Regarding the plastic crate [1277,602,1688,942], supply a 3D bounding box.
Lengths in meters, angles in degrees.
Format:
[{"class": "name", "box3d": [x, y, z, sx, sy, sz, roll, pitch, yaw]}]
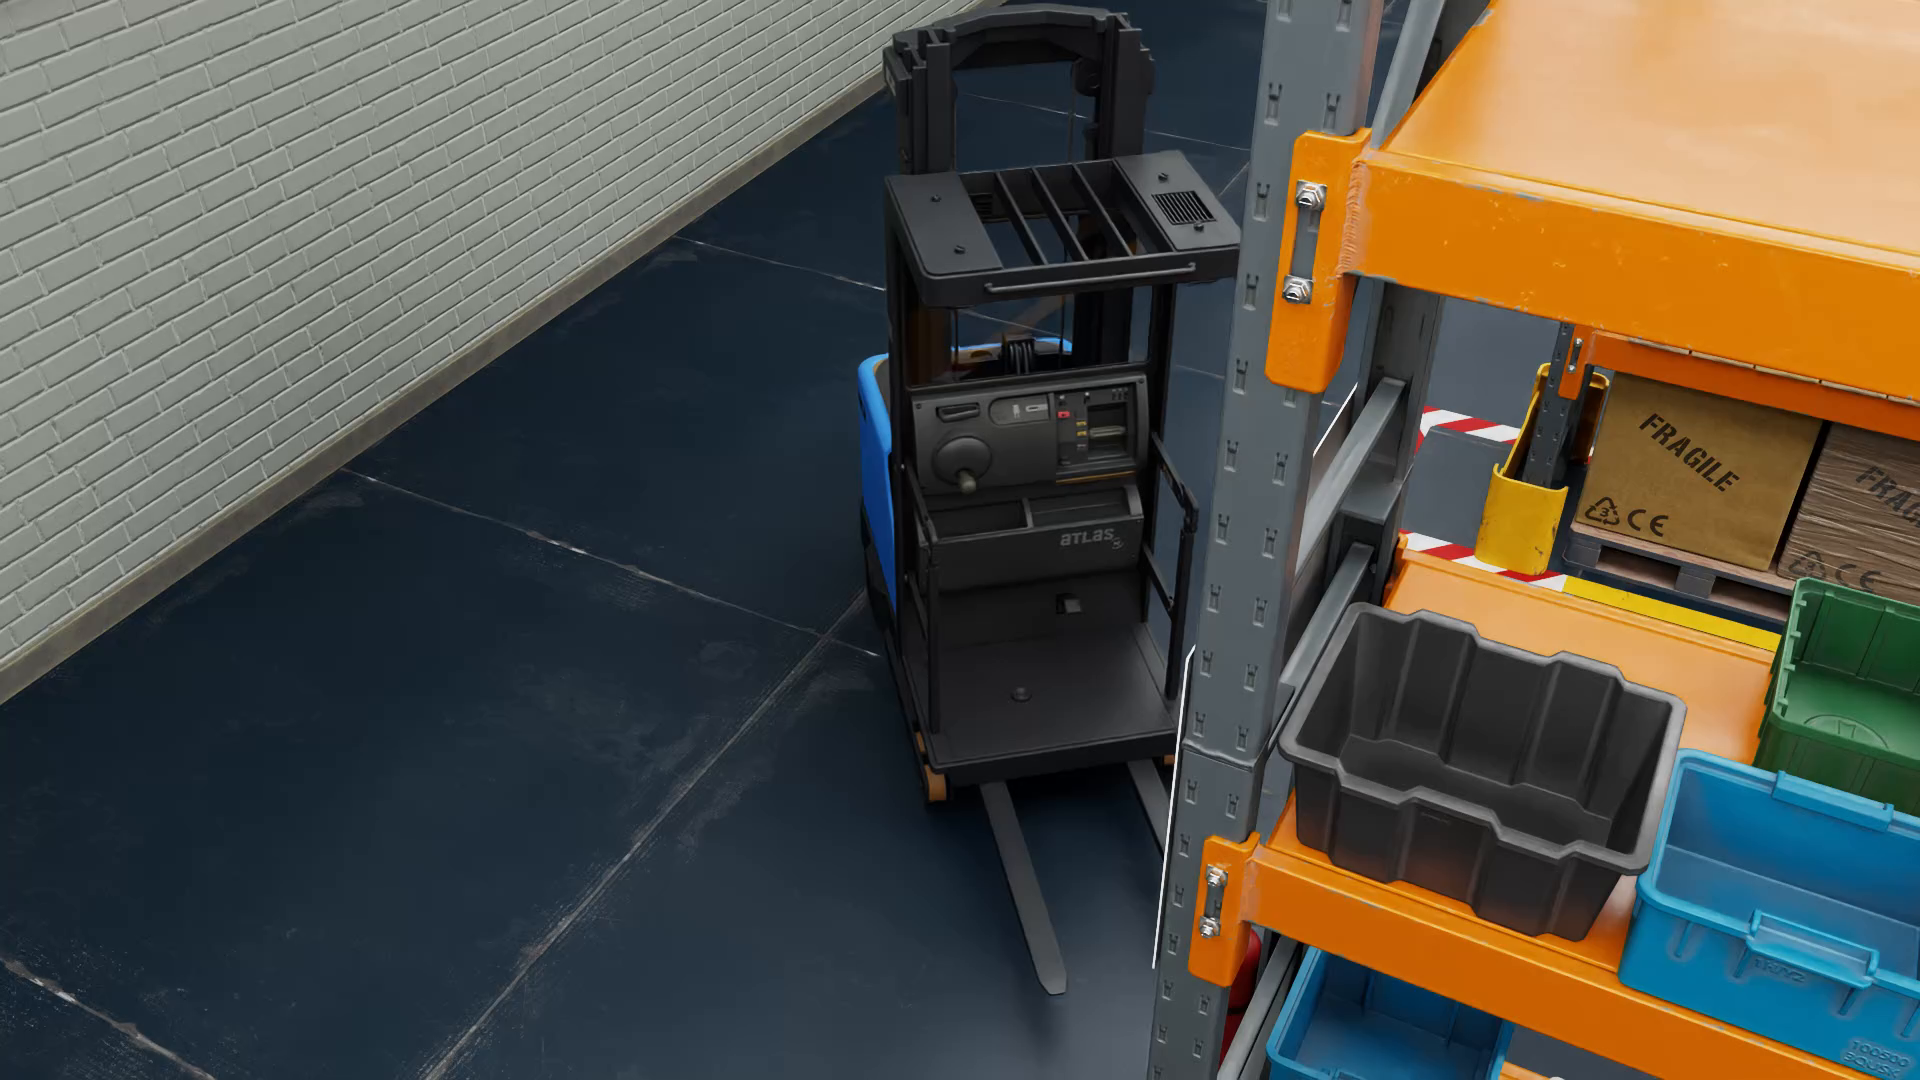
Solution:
[{"class": "plastic crate", "box3d": [0.875, 0.412, 2.854, 0.590, 0.269, 0.497, 17, 41, 21]}]

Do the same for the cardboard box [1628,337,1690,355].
[{"class": "cardboard box", "box3d": [3.103, -0.985, 7.275, 0.250, 0.149, 0.380, 18, 41, 22]}]

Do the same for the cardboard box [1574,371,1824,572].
[{"class": "cardboard box", "box3d": [3.545, -0.547, 7.900, 0.875, 0.875, 0.875, 17, 41, 21]}]

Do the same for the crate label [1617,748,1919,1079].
[{"class": "crate label", "box3d": [1.332, 0.592, 2.631, 0.502, 0.251, 0.408, 17, 41, 21]}]

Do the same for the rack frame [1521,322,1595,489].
[{"class": "rack frame", "box3d": [2.939, -1.361, 7.562, 0.127, 3.000, 1.000, 17, 41, 21]}]

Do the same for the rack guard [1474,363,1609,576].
[{"class": "rack guard", "box3d": [2.918, -0.372, 8.327, 0.348, 0.500, 1.175, 17, 41, 21]}]

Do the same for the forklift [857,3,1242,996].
[{"class": "forklift", "box3d": [0.325, -0.341, 6.274, 1.130, 2.935, 3.031, -7, 38, -10]}]

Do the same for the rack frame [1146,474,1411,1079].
[{"class": "rack frame", "box3d": [0.662, 1.298, 4.059, 0.127, 3.000, 1.000, 17, 41, 21]}]

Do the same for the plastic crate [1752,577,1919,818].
[{"class": "plastic crate", "box3d": [1.669, 0.309, 3.057, 0.336, 0.188, 0.450, 17, 41, 21]}]

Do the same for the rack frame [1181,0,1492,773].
[{"class": "rack frame", "box3d": [0.662, -1.092, 2.245, 0.127, 3.000, 1.000, 17, 41, 21]}]

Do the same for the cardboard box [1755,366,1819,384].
[{"class": "cardboard box", "box3d": [3.559, -0.844, 7.088, 0.250, 0.149, 0.380, 16, 40, 20]}]

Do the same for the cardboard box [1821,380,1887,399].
[{"class": "cardboard box", "box3d": [3.791, -0.772, 6.994, 0.250, 0.149, 0.380, 17, 40, 21]}]

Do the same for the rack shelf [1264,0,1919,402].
[{"class": "rack shelf", "box3d": [2.438, -0.090, 1.851, 4.000, 0.370, 1.077, 17, 41, 21]}]

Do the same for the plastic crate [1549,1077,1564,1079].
[{"class": "plastic crate", "box3d": [1.469, 1.509, 3.950, 0.243, 0.136, 0.396, 17, 41, 21]}]

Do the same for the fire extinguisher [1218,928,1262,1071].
[{"class": "fire extinguisher", "box3d": [0.737, 1.191, 4.572, 0.183, 0.674, 0.296, 17, 41, 21]}]

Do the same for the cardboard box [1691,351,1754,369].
[{"class": "cardboard box", "box3d": [3.331, -0.915, 7.182, 0.250, 0.149, 0.380, 17, 40, 21]}]

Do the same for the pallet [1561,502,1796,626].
[{"class": "pallet", "box3d": [3.685, -0.070, 8.168, 1.213, 0.211, 1.003, 17, 41, 21]}]

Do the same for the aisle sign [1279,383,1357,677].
[{"class": "aisle sign", "box3d": [0.733, 0.085, 3.507, 0.004, 0.787, 0.394, 17, 41, 21]}]

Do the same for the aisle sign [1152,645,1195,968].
[{"class": "aisle sign", "box3d": [0.461, 0.402, 3.089, 0.004, 0.787, 0.394, 17, 41, 21]}]

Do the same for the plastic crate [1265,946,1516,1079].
[{"class": "plastic crate", "box3d": [1.045, 1.253, 4.040, 0.499, 0.435, 0.616, 17, 41, 21]}]

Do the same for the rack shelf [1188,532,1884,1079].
[{"class": "rack shelf", "box3d": [2.438, 0.946, 2.637, 4.000, 0.370, 1.077, 17, 41, 21]}]

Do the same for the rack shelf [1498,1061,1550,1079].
[{"class": "rack shelf", "box3d": [2.438, 2.141, 3.544, 4.000, 0.370, 1.077, 17, 41, 21]}]

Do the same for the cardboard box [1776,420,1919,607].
[{"class": "cardboard box", "box3d": [4.353, -0.294, 7.567, 0.875, 0.875, 0.875, 17, 41, 21]}]

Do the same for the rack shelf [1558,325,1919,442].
[{"class": "rack shelf", "box3d": [4.715, -0.519, 7.047, 4.000, 0.370, 1.077, 17, 41, 21]}]

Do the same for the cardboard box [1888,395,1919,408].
[{"class": "cardboard box", "box3d": [4.016, -0.701, 6.900, 0.250, 0.149, 0.380, 17, 40, 21]}]
